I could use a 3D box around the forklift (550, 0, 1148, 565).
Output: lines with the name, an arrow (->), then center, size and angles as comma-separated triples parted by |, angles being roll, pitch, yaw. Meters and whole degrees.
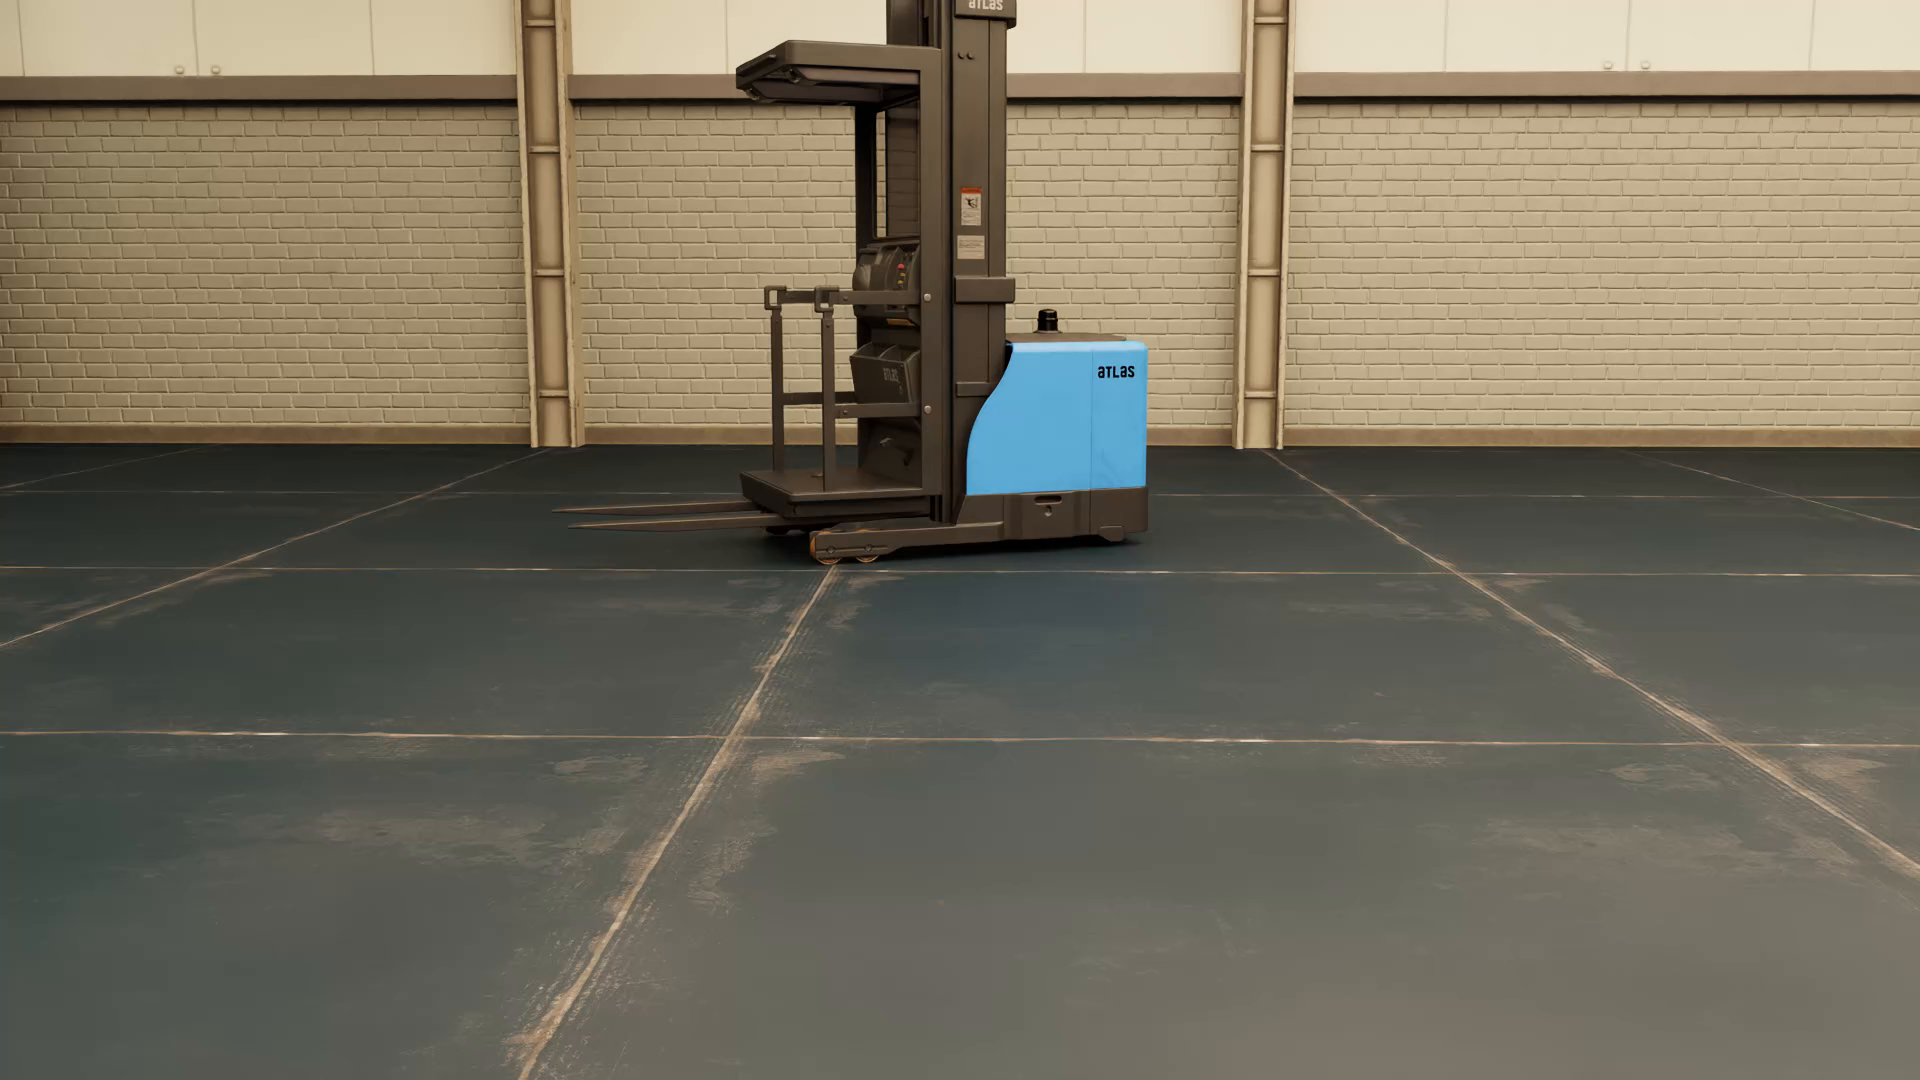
forklift -> -0.569, -1.416, 8.568 | 3.031, 2.935, 1.130 | -3, 9, -20
